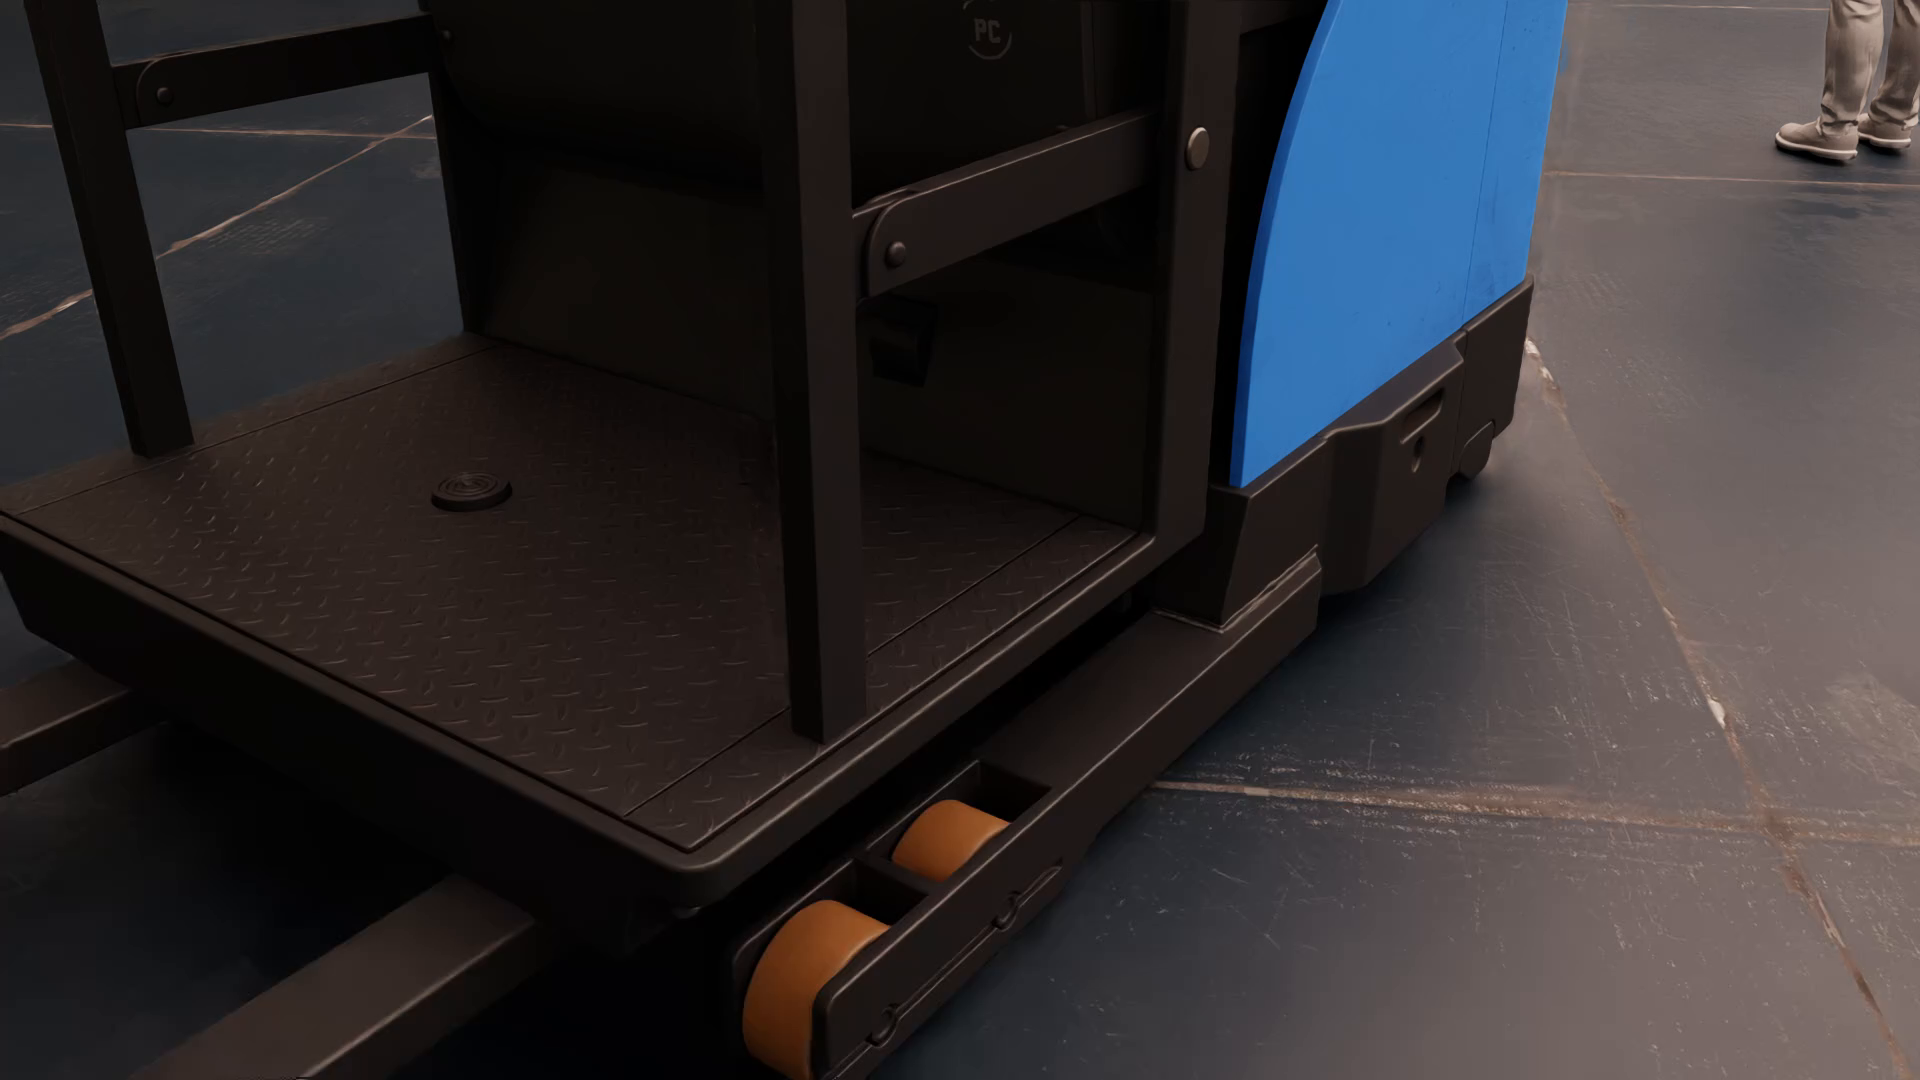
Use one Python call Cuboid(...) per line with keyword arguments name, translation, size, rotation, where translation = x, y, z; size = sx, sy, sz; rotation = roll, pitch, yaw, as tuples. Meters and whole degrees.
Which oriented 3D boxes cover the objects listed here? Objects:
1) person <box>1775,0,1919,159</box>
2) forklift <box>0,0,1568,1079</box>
Cuboid(name="person", translation=(2.420, -1.841, 4.276), size=(0.588, 1.695, 0.532), rotation=(-1, 27, -2))
Cuboid(name="forklift", translation=(-0.355, -1.060, 1.342), size=(1.130, 2.935, 3.031), rotation=(18, 32, 32))
